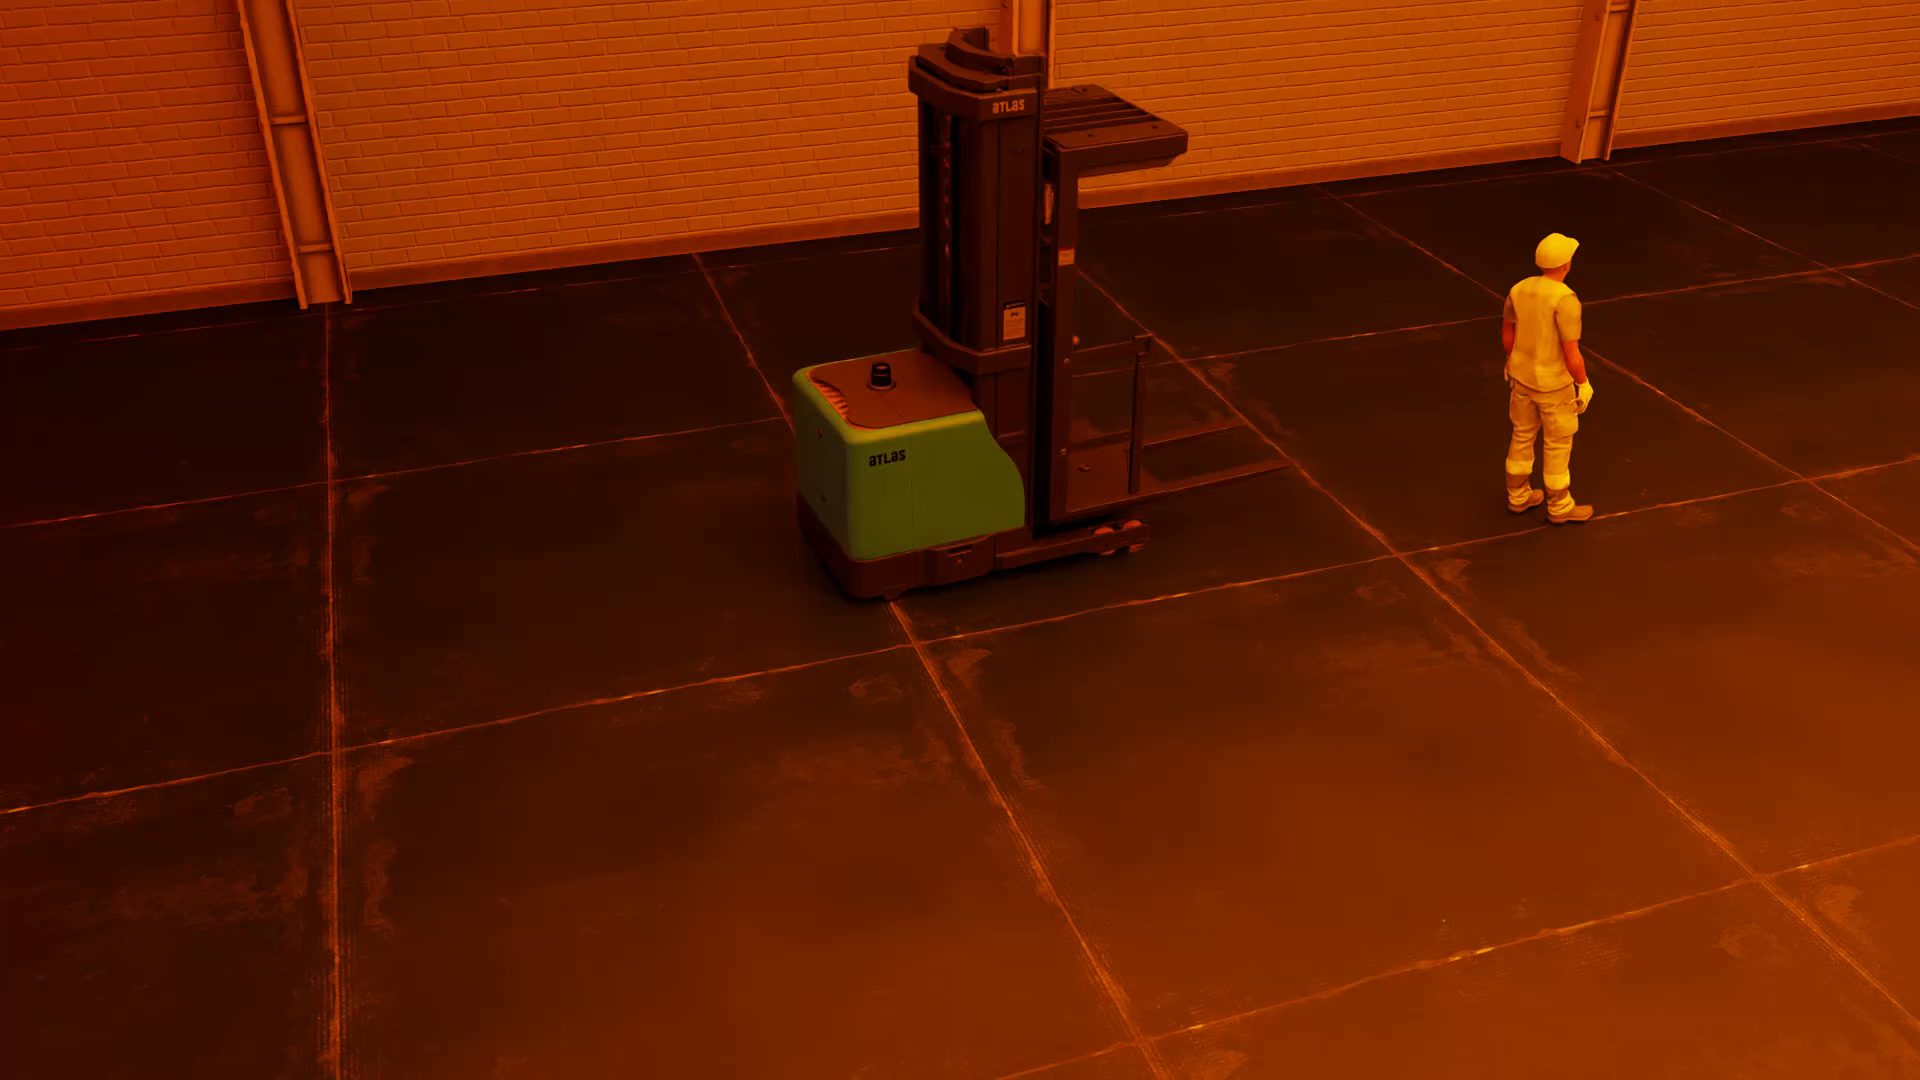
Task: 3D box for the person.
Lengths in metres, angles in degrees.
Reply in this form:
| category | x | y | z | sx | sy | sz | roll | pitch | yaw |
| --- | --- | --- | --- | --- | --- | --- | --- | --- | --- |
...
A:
| category | x | y | z | sx | sy | sz | roll | pitch | yaw |
| --- | --- | --- | --- | --- | --- | --- | --- | --- | --- |
| person | 3.537 | -0.976 | 9.915 | 0.560 | 1.788 | 0.637 | -15 | 33 | -24 |

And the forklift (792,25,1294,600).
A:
| category | x | y | z | sx | sy | sz | roll | pitch | yaw |
| --- | --- | --- | --- | --- | --- | --- | --- | --- | --- |
| forklift | 0.578 | -1.407 | 9.533 | 3.031 | 2.935 | 1.130 | -12 | 32 | -20 |
